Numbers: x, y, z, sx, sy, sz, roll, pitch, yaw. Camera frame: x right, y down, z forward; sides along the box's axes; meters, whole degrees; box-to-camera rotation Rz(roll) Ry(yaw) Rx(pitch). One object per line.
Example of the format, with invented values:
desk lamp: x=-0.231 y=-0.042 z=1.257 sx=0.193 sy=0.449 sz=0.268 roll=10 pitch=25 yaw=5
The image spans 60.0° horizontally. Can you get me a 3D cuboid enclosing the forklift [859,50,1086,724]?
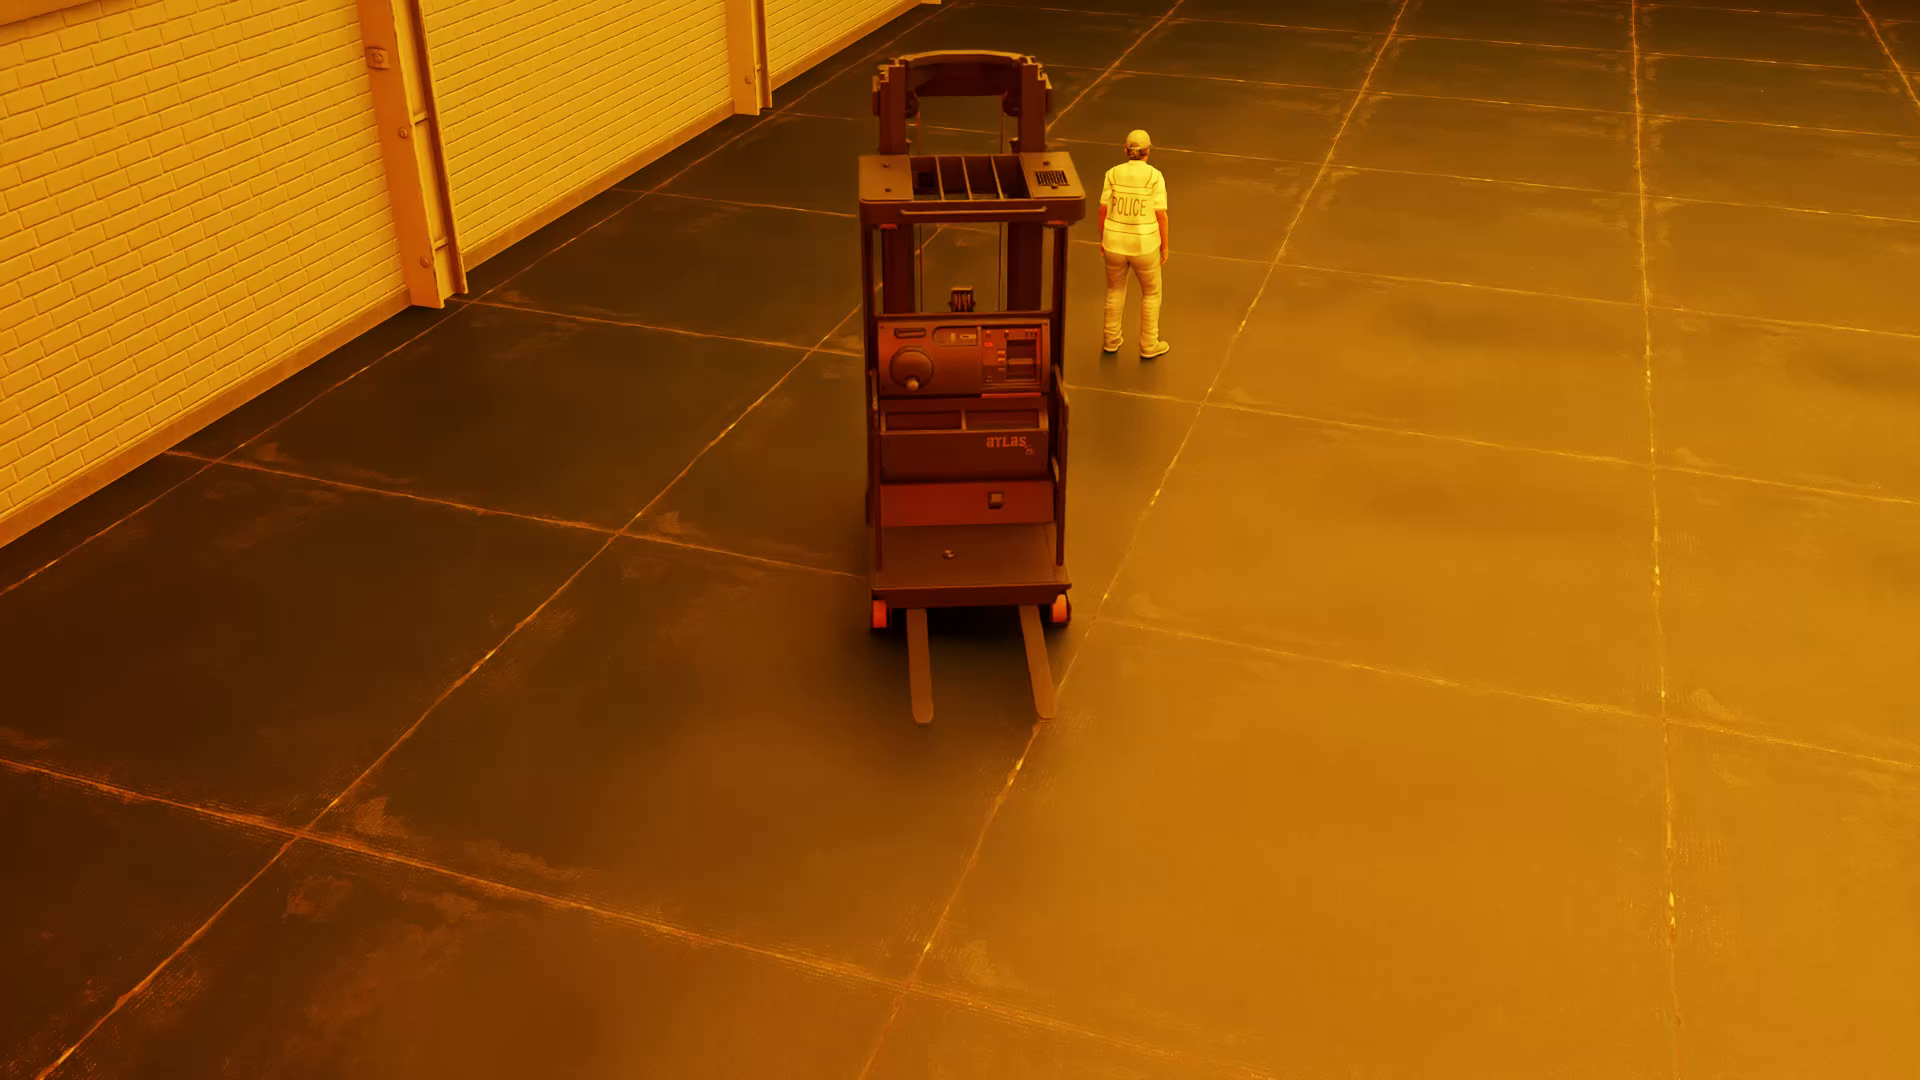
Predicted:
forklift: x=0.037 y=-0.948 z=8.799 sx=1.130 sy=2.935 sz=3.031 roll=-2 pitch=30 yaw=-3

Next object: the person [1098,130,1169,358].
person: x=1.290 y=-2.168 z=12.221 sx=0.555 sy=1.665 sz=0.467 roll=11 pitch=32 yaw=19
